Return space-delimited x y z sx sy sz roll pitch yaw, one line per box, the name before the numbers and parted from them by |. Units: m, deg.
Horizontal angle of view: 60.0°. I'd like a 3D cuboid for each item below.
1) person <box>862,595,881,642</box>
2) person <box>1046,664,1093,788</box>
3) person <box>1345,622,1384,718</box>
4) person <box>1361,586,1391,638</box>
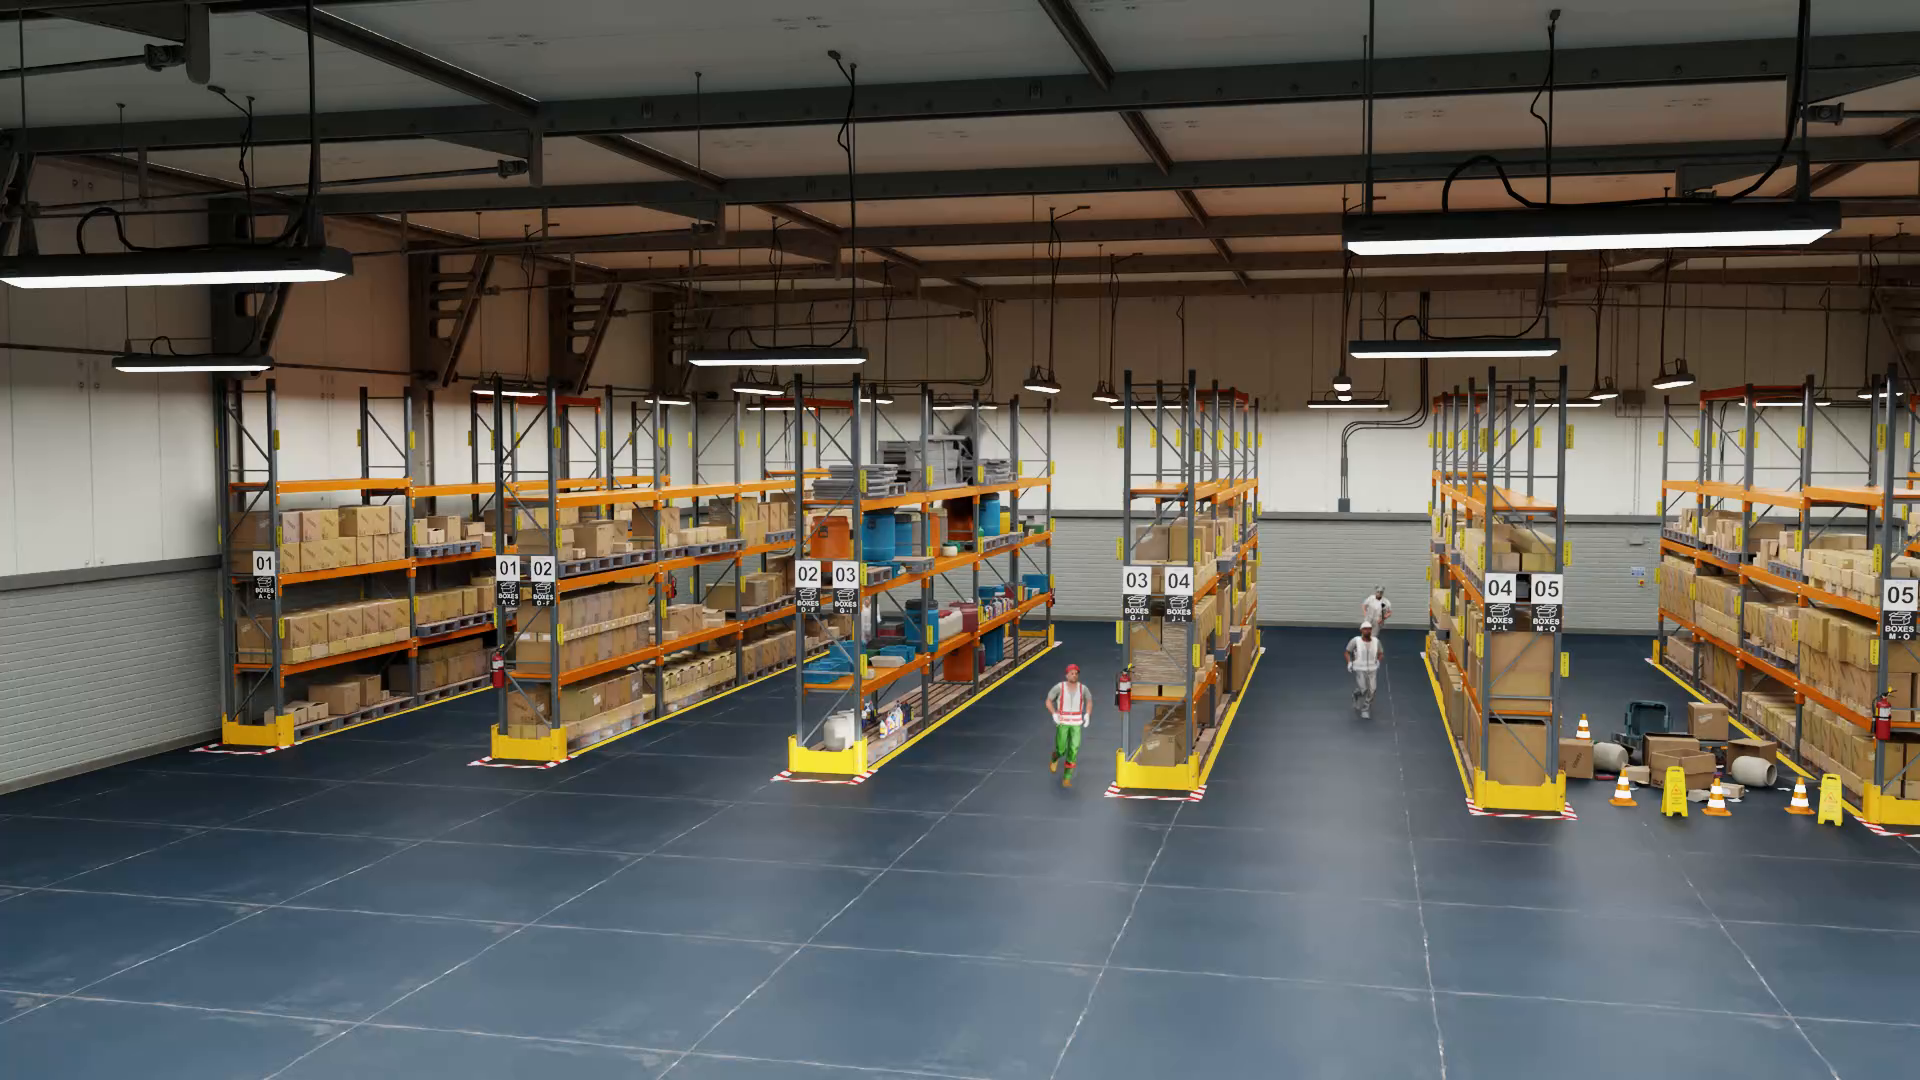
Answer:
person | -2.037 1.990 36.368 0.623 1.656 0.716 0 3 7
person | 1.606 2.694 24.305 0.693 1.777 0.711 -1 3 -9
person | 7.297 2.340 29.892 0.684 1.732 0.594 0 3 -2
person | 9.525 1.881 38.136 0.675 1.694 0.643 2 4 27
